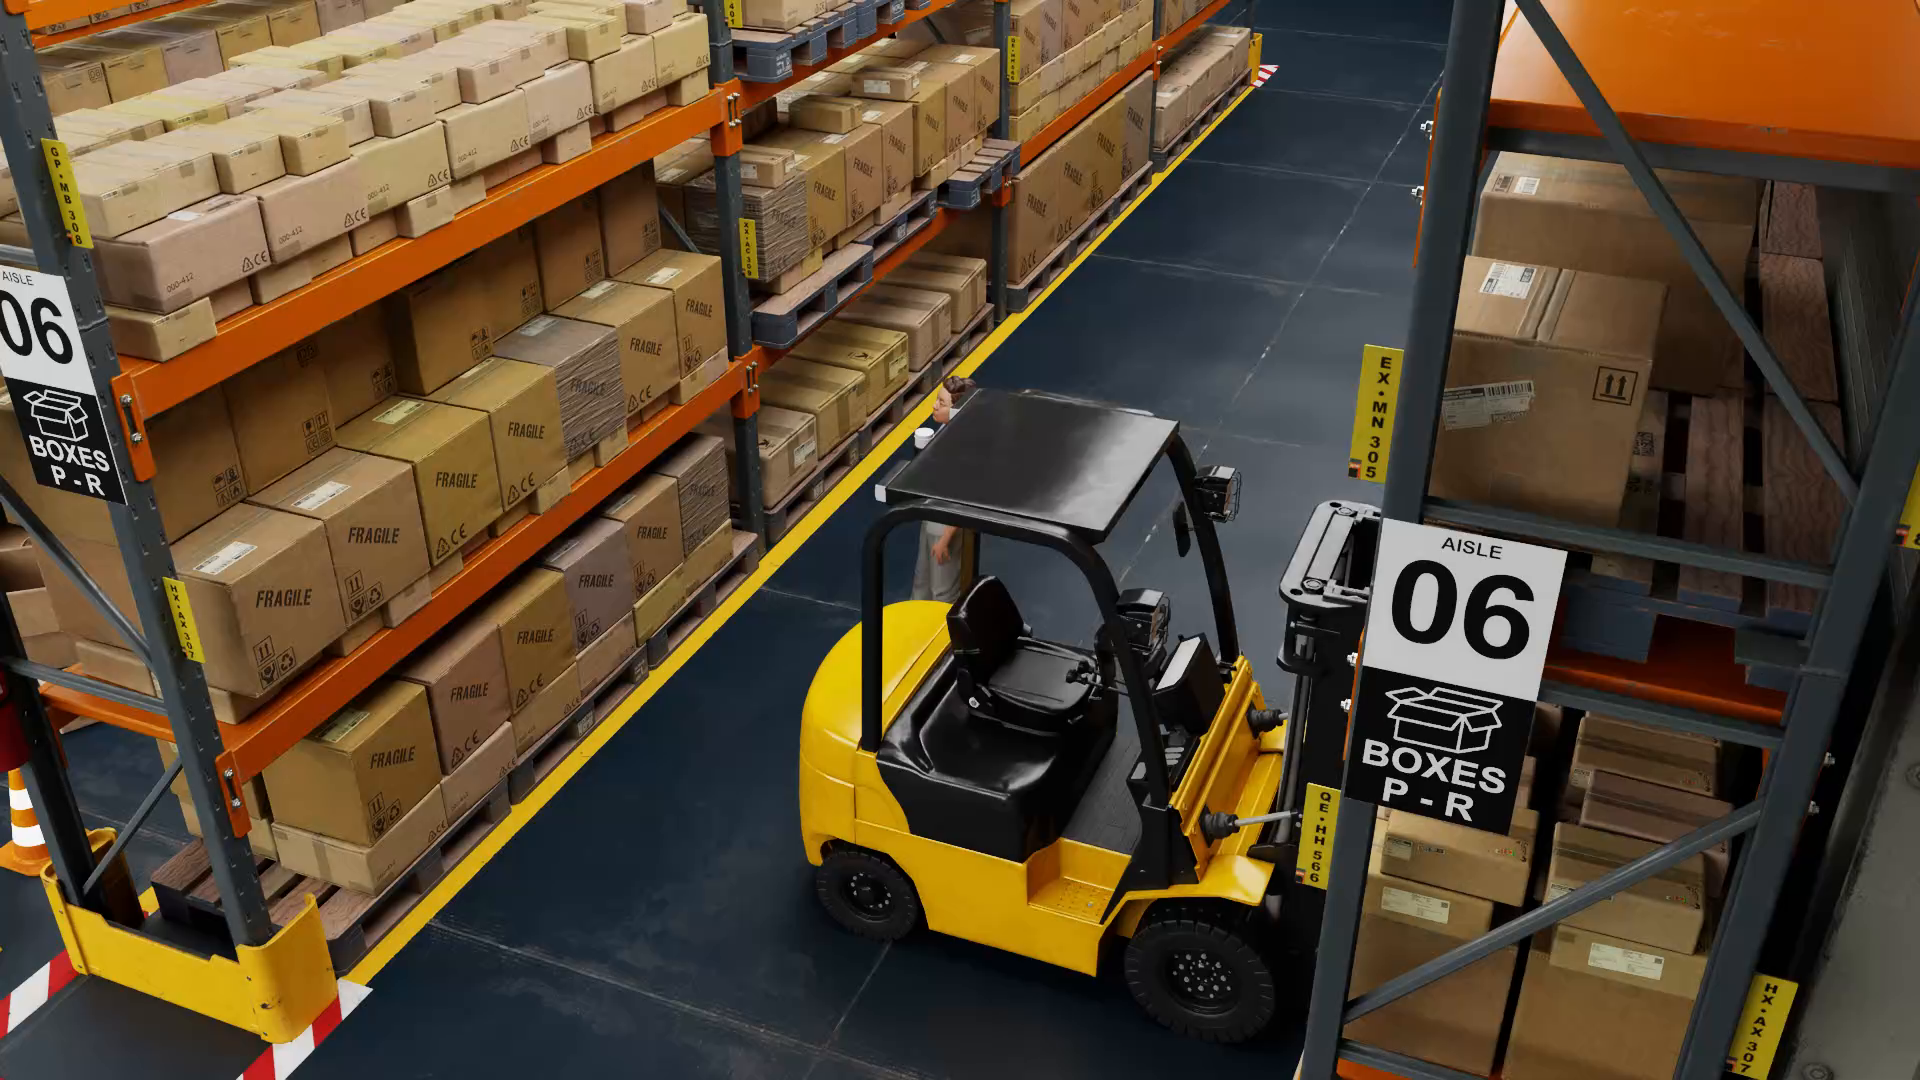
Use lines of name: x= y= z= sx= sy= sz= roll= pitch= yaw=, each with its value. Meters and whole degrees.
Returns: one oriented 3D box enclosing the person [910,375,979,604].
person: x=-0.147 y=-0.055 z=8.528 sx=0.529 sy=1.621 sz=0.550 roll=-3 pitch=30 yaw=-6
